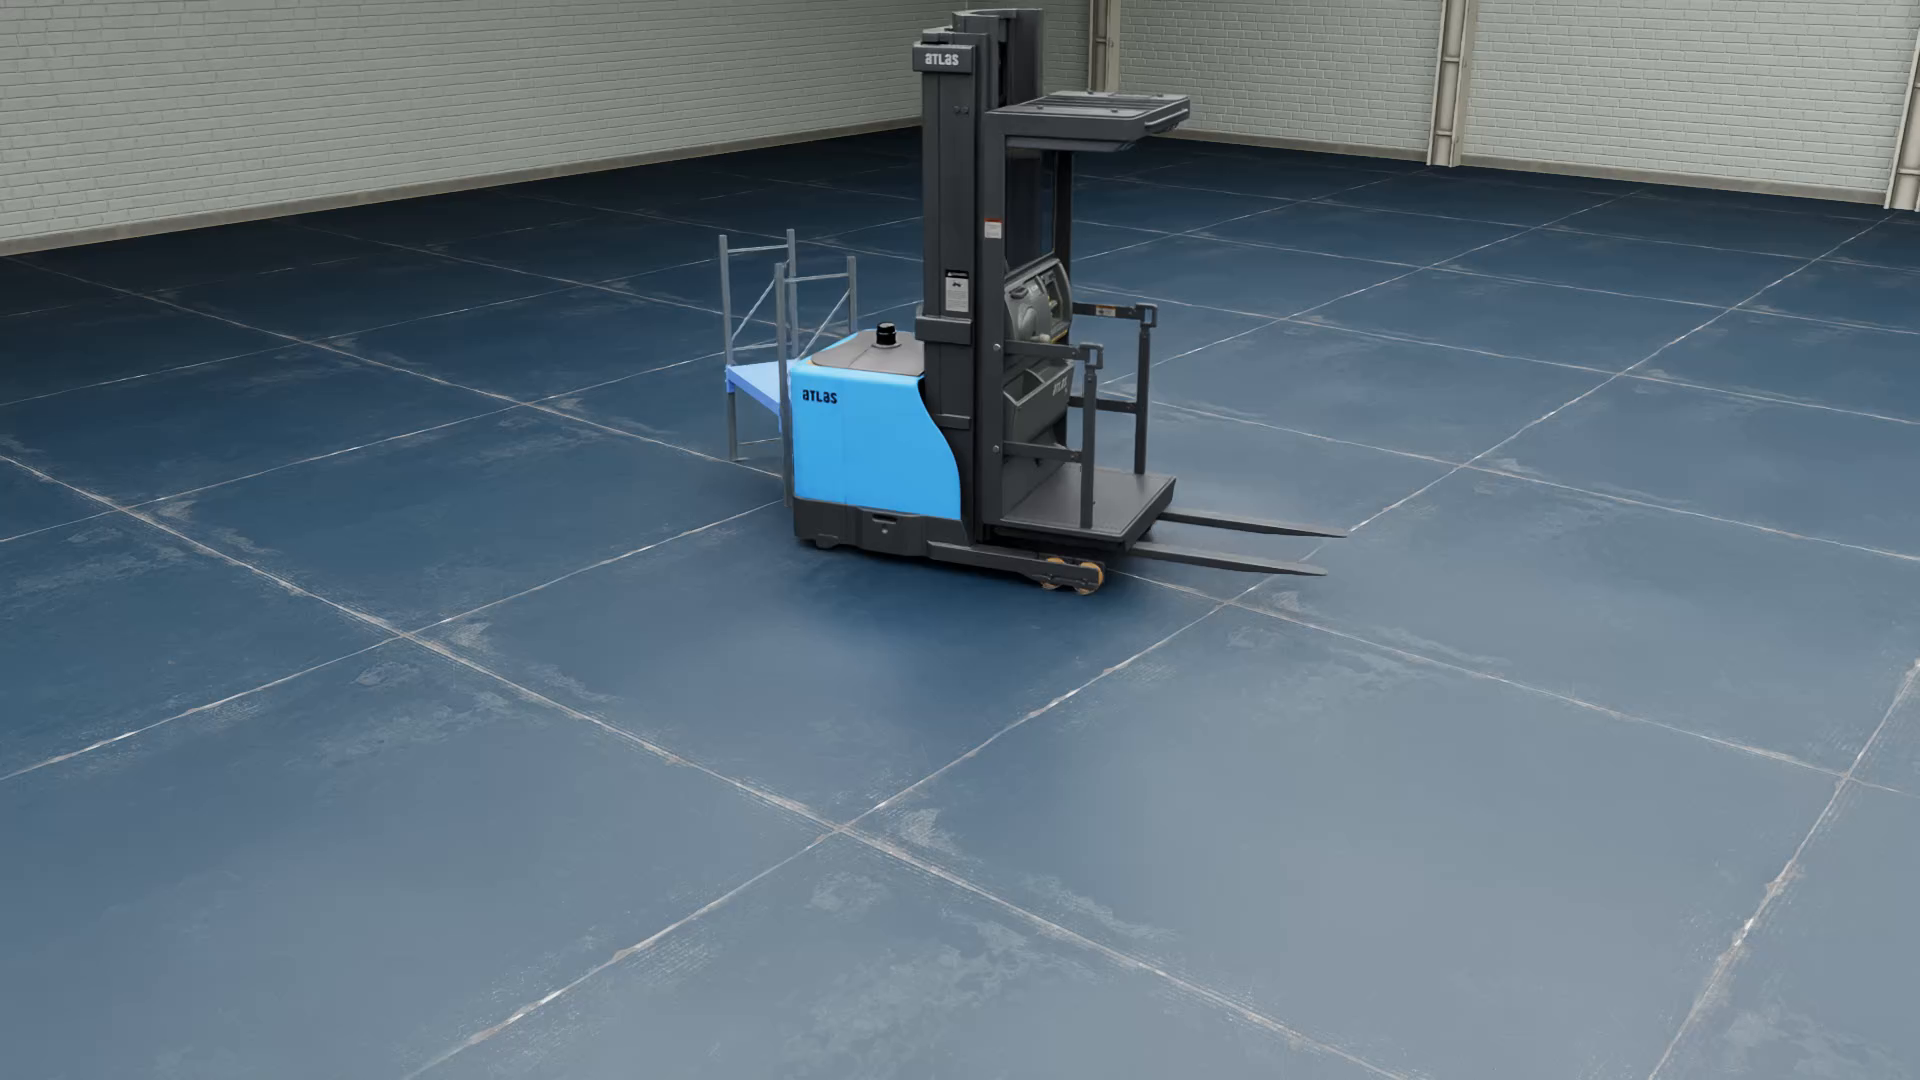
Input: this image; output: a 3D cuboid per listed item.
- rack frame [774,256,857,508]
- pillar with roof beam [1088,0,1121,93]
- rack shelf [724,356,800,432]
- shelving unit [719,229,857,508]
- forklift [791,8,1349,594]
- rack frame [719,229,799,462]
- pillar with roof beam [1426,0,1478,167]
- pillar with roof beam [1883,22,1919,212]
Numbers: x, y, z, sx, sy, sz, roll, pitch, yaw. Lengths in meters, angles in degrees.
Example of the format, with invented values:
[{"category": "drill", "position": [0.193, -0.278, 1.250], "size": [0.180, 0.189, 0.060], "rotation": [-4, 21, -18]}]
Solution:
[{"category": "rack frame", "position": [-0.851, -0.943, 10.044], "size": [0.500, 1.500, 0.032], "rotation": [-10, 23, -24]}, {"category": "pillar with roof beam", "position": [-0.370, -9.804, 22.912], "size": [0.400, 9.000, 9.100], "rotation": [16, 26, 36]}, {"category": "rack shelf", "position": [-1.075, -0.936, 10.534], "size": [0.538, 0.185, 1.000], "rotation": [-10, 23, -24]}, {"category": "shelving unit", "position": [-1.075, -1.104, 10.471], "size": [0.538, 1.500, 1.048], "rotation": [-10, 23, -24]}, {"category": "forklift", "position": [0.611, -1.296, 8.951], "size": [3.031, 2.935, 1.130], "rotation": [8, 22, 21]}, {"category": "rack frame", "position": [-1.299, -1.265, 10.898], "size": [0.500, 1.500, 0.032], "rotation": [-10, 23, -24]}, {"category": "pillar with roof beam", "position": [4.278, -8.465, 19.362], "size": [0.400, 9.000, 9.100], "rotation": [16, 26, 36]}, {"category": "pillar with roof beam", "position": [8.927, -7.126, 15.812], "size": [0.400, 9.000, 9.100], "rotation": [16, 26, 36]}]
